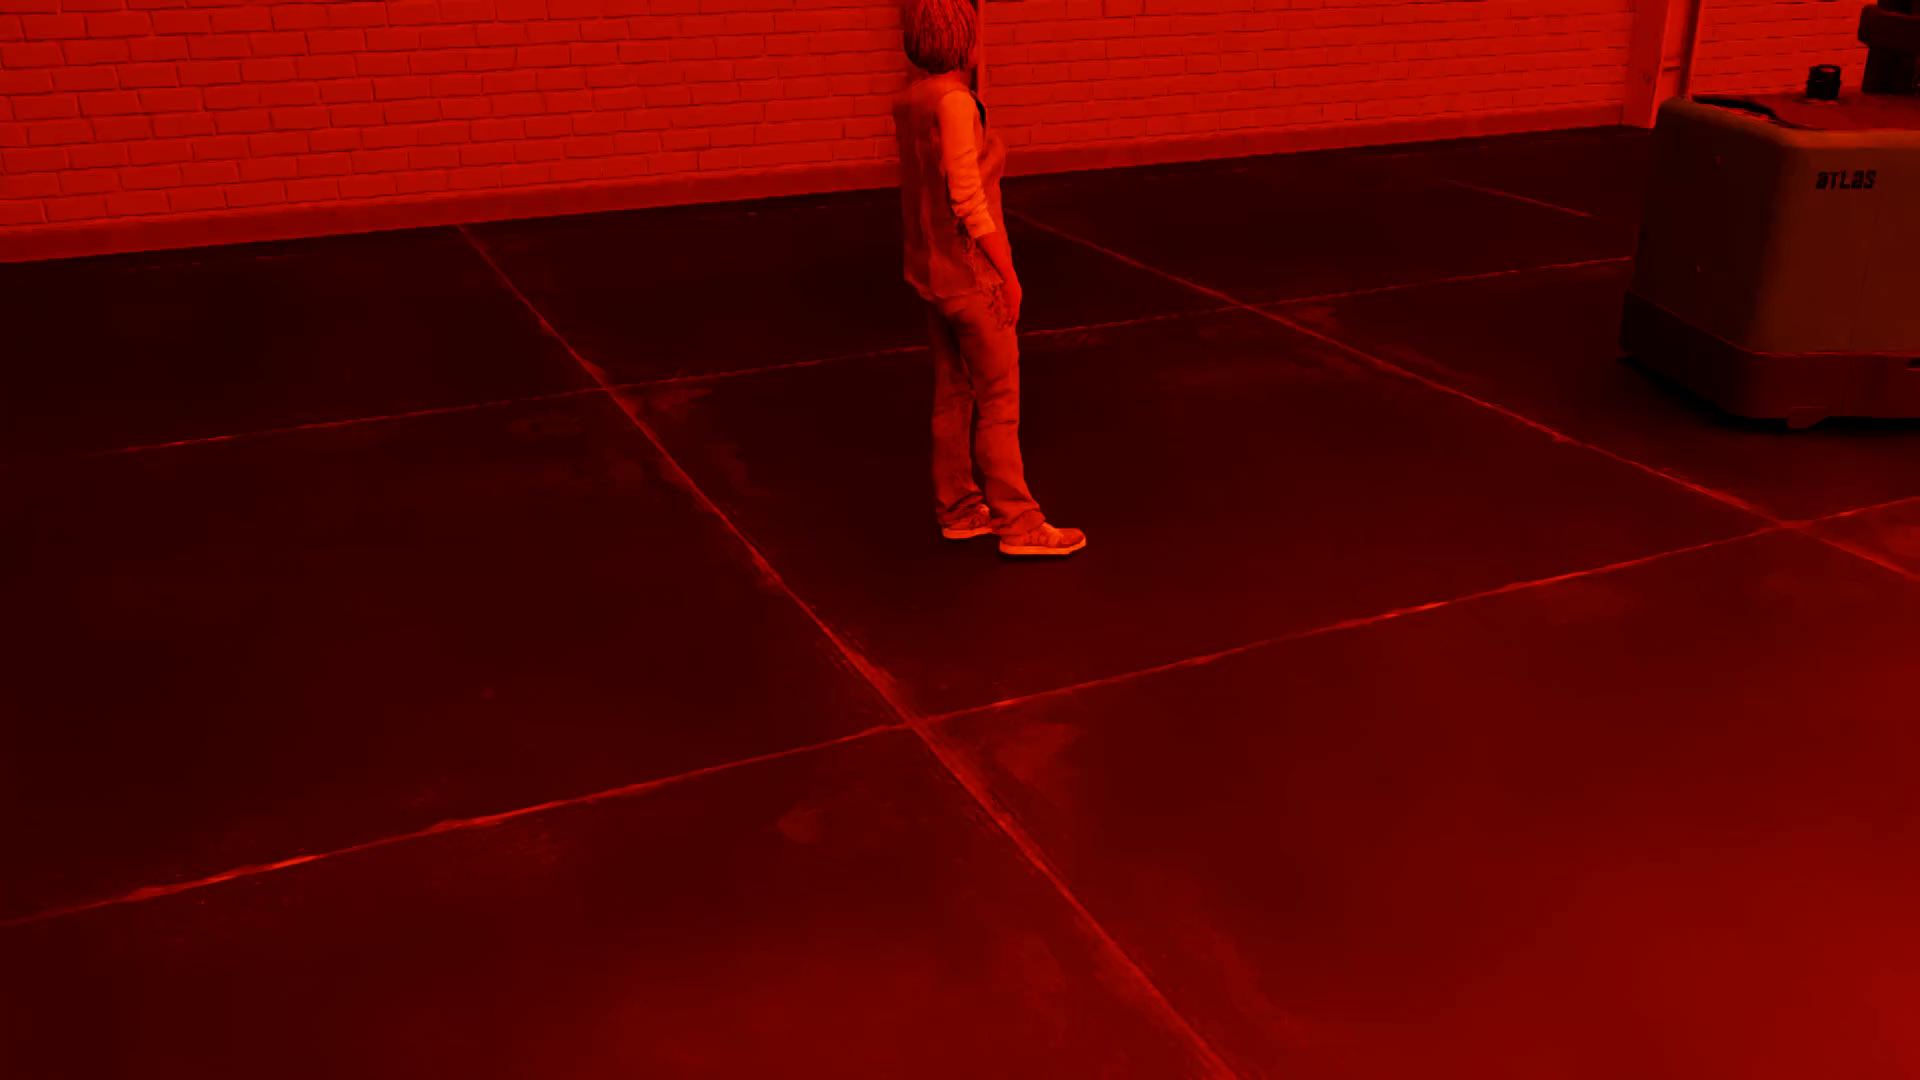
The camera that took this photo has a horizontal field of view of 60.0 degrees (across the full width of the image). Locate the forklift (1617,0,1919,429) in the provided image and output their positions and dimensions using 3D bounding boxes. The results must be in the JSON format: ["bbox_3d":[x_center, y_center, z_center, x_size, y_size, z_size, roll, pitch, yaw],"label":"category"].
[{"bbox_3d":[4.253,-1.971,6.031,3.031,2.935,1.130,-2,23,-5],"label":"forklift"}]

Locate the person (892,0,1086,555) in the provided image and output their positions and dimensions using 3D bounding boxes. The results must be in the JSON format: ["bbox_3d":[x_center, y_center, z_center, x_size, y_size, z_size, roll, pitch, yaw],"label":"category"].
[{"bbox_3d":[0.073,-0.751,4.815,0.474,1.597,0.521,-10,25,-23],"label":"person"}]
